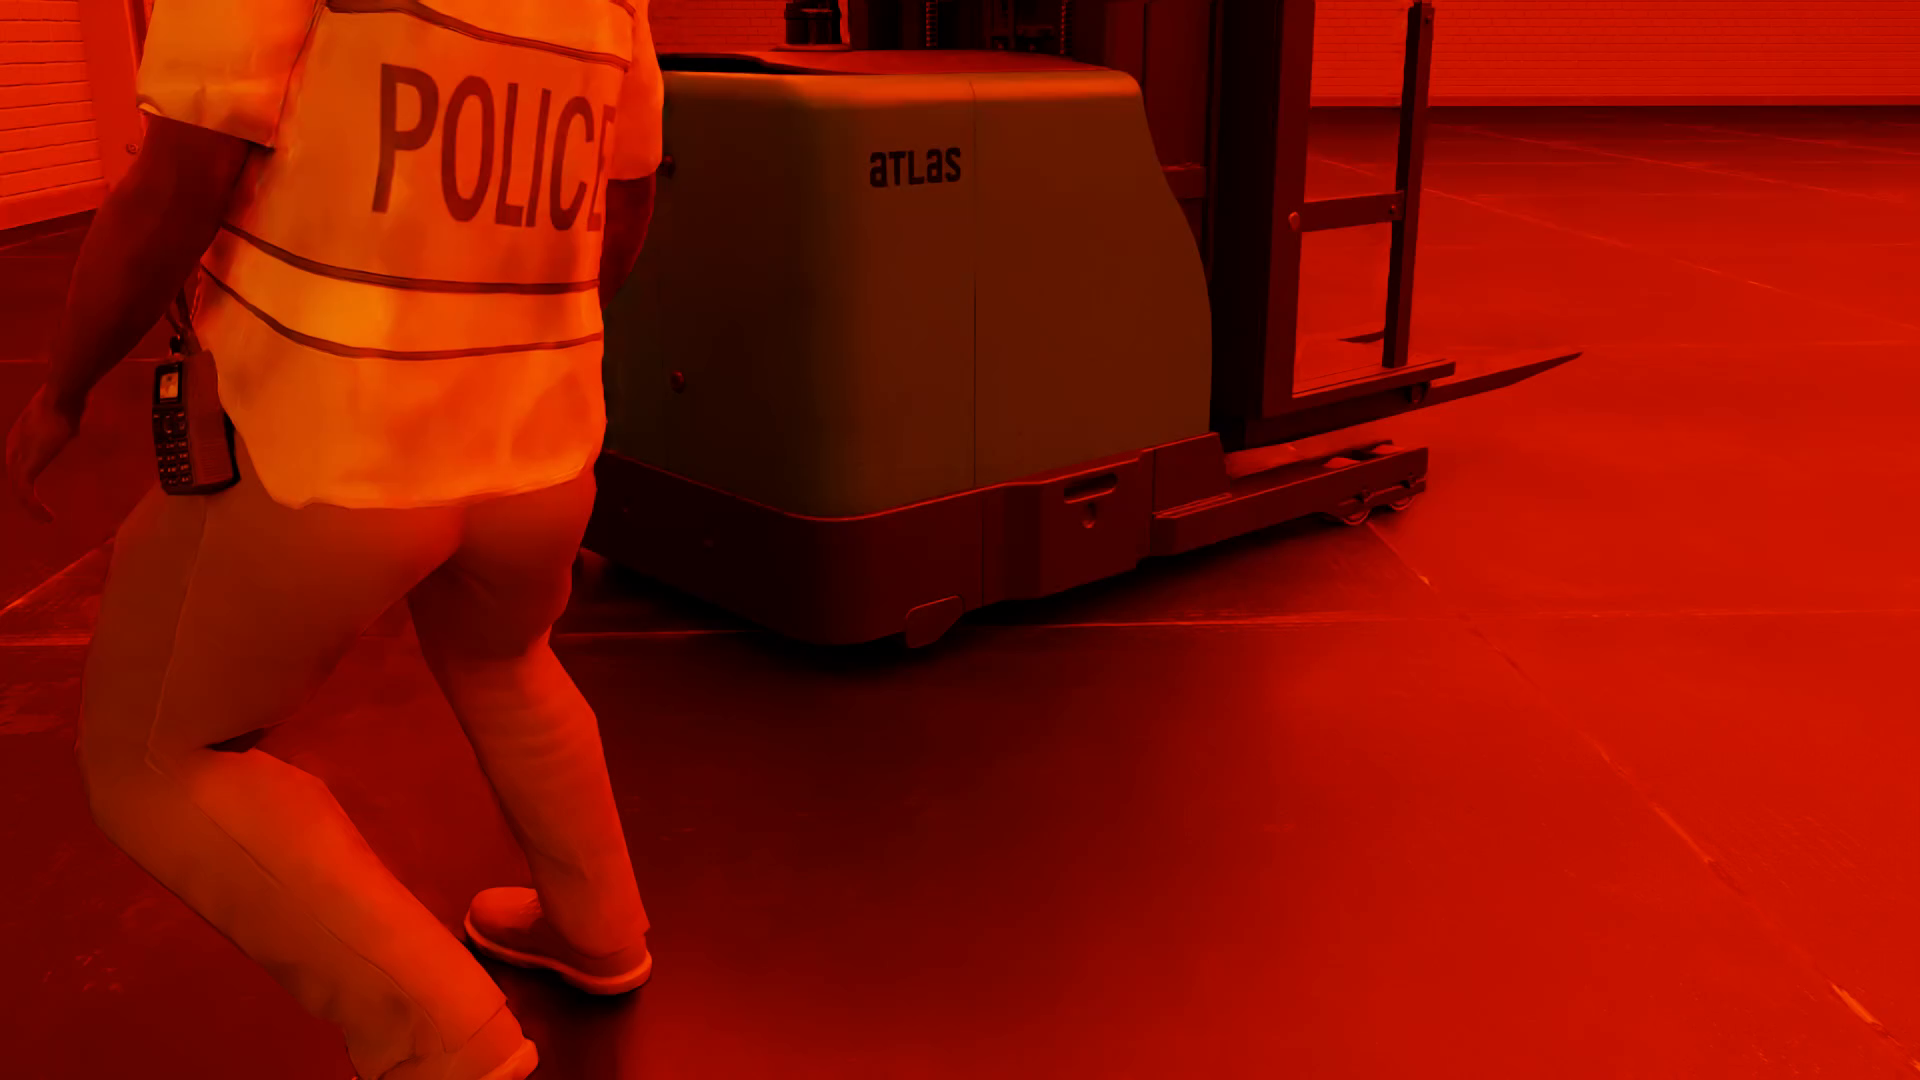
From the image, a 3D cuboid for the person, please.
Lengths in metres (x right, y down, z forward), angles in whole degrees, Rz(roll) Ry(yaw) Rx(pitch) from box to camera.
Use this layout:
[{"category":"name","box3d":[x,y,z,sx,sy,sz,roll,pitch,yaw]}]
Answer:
[{"category":"person","box3d":[-0.545,-0.138,1.650,0.573,1.582,0.700,12,21,33]}]

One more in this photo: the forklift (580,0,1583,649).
[{"category":"forklift","box3d":[0.537,-1.537,3.932,3.031,2.935,1.130,-15,22,-40]}]
